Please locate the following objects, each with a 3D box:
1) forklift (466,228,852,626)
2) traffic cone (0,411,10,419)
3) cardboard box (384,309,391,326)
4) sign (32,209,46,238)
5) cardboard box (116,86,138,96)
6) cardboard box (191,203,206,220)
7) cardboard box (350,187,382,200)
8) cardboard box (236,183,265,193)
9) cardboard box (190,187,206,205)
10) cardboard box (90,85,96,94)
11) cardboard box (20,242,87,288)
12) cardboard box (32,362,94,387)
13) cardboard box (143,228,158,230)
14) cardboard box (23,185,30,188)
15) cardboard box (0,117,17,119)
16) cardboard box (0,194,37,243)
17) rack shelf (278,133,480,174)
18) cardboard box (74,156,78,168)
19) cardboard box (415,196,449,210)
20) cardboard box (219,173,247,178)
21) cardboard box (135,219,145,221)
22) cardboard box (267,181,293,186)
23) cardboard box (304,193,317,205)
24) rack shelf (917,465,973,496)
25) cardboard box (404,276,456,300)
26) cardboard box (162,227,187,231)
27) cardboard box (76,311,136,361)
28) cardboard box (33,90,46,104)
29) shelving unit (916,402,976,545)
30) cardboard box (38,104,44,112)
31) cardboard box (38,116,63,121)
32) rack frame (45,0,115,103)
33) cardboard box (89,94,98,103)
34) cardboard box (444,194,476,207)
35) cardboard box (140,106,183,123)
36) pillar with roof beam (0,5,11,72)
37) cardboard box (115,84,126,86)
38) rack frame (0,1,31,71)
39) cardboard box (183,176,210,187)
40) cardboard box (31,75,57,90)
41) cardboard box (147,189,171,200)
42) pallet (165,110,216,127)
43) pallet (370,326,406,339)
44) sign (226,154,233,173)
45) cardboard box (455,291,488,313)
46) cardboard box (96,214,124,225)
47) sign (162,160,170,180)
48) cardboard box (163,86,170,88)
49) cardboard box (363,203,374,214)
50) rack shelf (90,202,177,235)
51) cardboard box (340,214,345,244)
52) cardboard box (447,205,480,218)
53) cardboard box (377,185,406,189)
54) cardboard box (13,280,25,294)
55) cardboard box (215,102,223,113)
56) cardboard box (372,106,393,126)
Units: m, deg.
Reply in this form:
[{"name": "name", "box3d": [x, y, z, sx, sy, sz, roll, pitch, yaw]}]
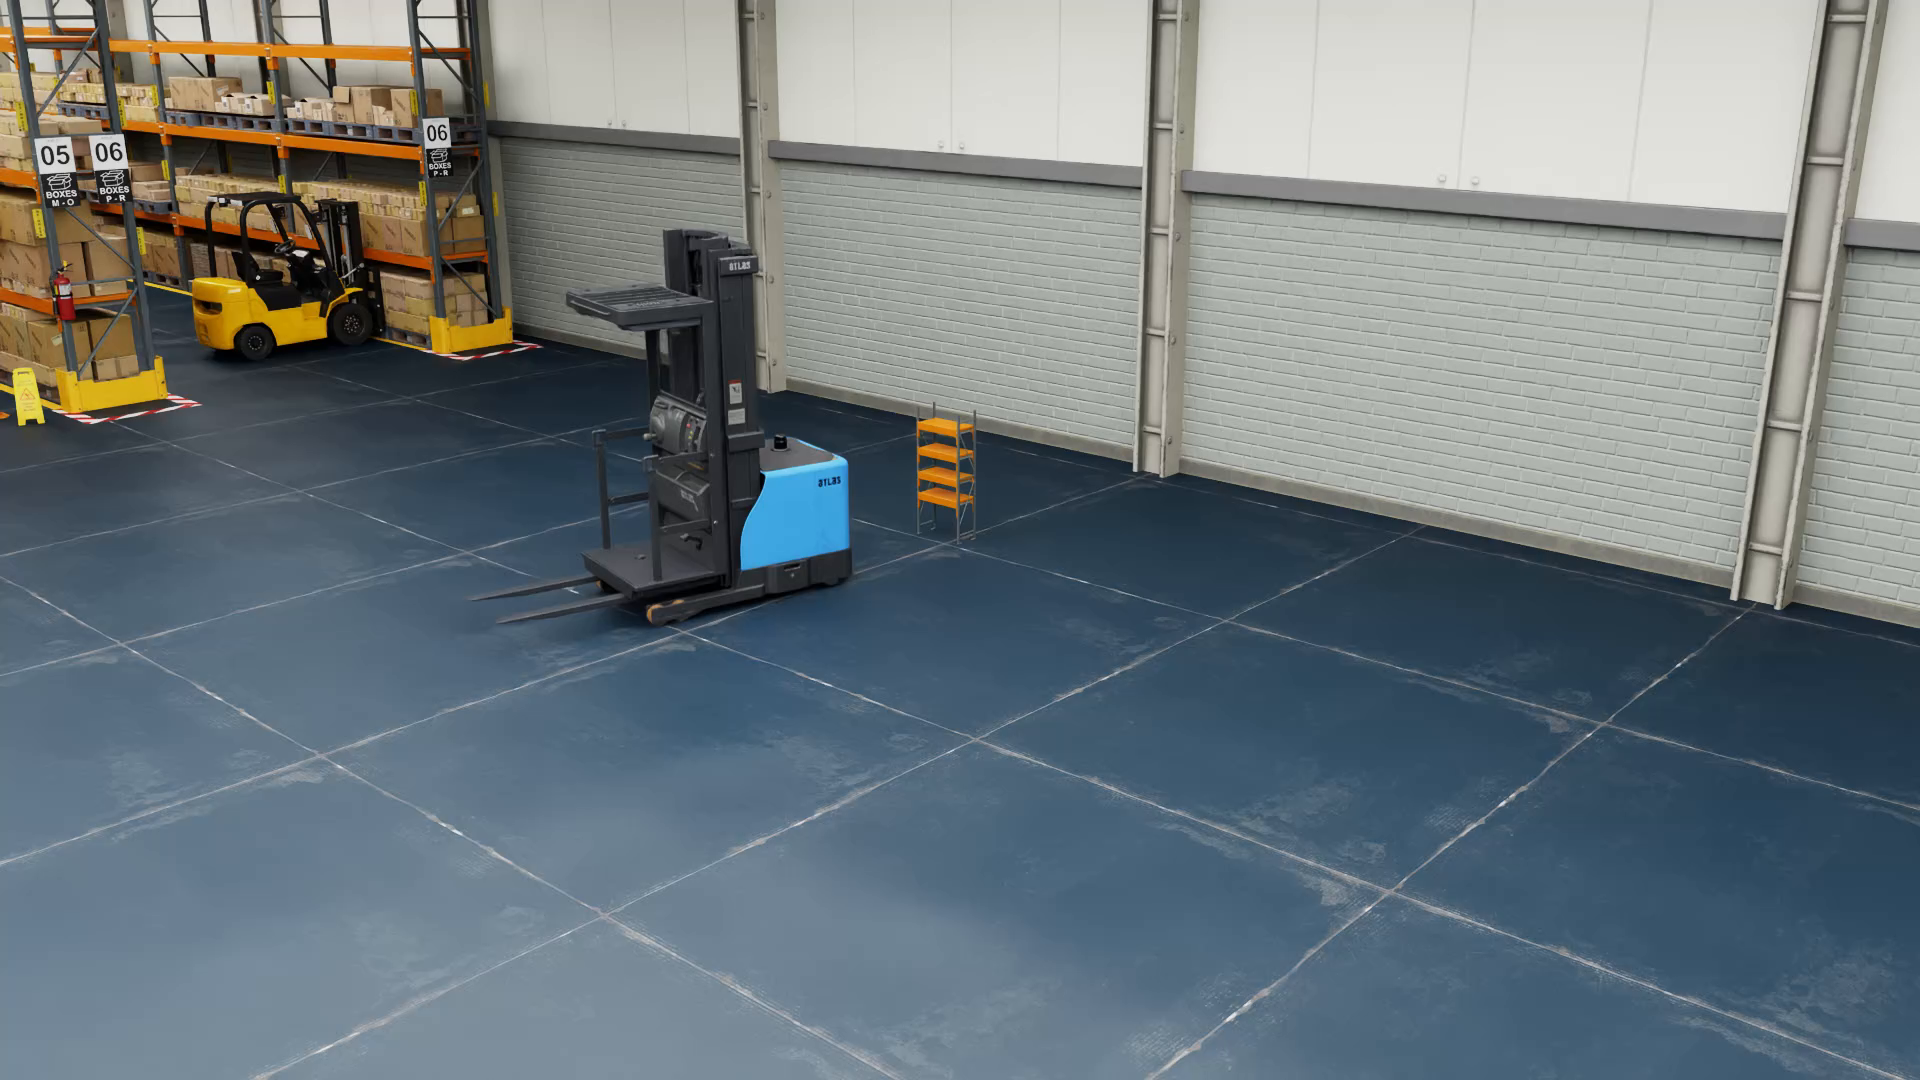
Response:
[{"name": "forklift", "box3d": [-2.412, -0.907, 13.124, 3.031, 2.935, 1.130, -12, 21, -33]}, {"name": "traffic cone", "box3d": [-11.470, -1.673, 19.620, 0.334, 0.463, 0.336, 15, 23, 39]}, {"name": "cardboard box", "box3d": [-8.295, -3.329, 24.493, 0.500, 0.250, 0.500, 15, 23, 40]}, {"name": "sign", "box3d": [-10.676, -3.669, 19.278, 0.005, 0.325, 0.100, 15, 23, 39]}, {"name": "cardboard box", "box3d": [-14.408, -7.771, 28.777, 0.250, 0.149, 0.380, 15, 23, 39]}, {"name": "cardboard box", "box3d": [-12.441, -5.500, 27.732, 0.500, 0.250, 0.500, 14, 23, 38]}, {"name": "cardboard box", "box3d": [-8.736, -5.096, 24.480, 0.250, 0.149, 0.380, 15, 23, 39]}, {"name": "cardboard box", "box3d": [-11.370, -5.640, 26.687, 0.250, 0.149, 0.380, 15, 23, 40]}, {"name": "cardboard box", "box3d": [-12.440, -5.740, 27.660, 0.500, 0.250, 0.500, 16, 24, 41]}, {"name": "cardboard box", "box3d": [-15.034, -7.919, 29.209, 0.250, 0.149, 0.380, 15, 23, 40]}, {"name": "cardboard box", "box3d": [-10.881, -3.324, 19.970, 0.500, 0.500, 0.500, 15, 23, 38]}, {"name": "cardboard box", "box3d": [-11.093, -2.084, 20.571, 0.500, 0.250, 0.500, 15, 23, 39]}, {"name": "cardboard box", "box3d": [-14.645, -5.511, 29.885, 0.250, 0.149, 0.380, 15, 23, 39]}, {"name": "cardboard box", "box3d": [-17.973, -6.907, 32.331, 0.250, 0.149, 0.380, 14, 22, 38]}, {"name": "cardboard box", "box3d": [-11.624, -5.059, 20.231, 0.250, 0.149, 0.380, 14, 22, 38]}, {"name": "cardboard box", "box3d": [-11.193, -3.911, 20.165, 0.500, 0.500, 0.700, 15, 23, 40]}, {"name": "rack shelf", "box3d": [-8.496, -5.700, 24.345, 4.000, 0.370, 1.077, 15, 23, 39]}, {"name": "cardboard box", "box3d": [-10.581, -4.571, 20.012, 0.250, 0.149, 0.380, 14, 22, 38]}, {"name": "cardboard box", "box3d": [-7.408, -4.735, 23.343, 0.250, 0.149, 0.380, 15, 23, 39]}, {"name": "cardboard box", "box3d": [-12.336, -6.128, 28.225, 0.250, 0.149, 0.380, 16, 23, 41]}, {"name": "cardboard box", "box3d": [-15.509, -5.931, 31.206, 0.250, 0.149, 0.380, 14, 22, 37]}, {"name": "cardboard box", "box3d": [-11.031, -5.759, 27.062, 0.250, 0.149, 0.380, 15, 23, 39]}, {"name": "cardboard box", "box3d": [-9.734, -5.197, 25.290, 0.250, 0.149, 0.380, 16, 23, 41]}, {"name": "rack shelf", "box3d": [-0.124, -0.541, 15.055, 0.480, 0.148, 0.258, 15, 23, 39]}, {"name": "cardboard box", "box3d": [-7.552, -3.600, 23.695, 0.500, 0.250, 0.500, 16, 24, 41]}, {"name": "cardboard box", "box3d": [-14.170, -5.559, 30.035, 0.250, 0.149, 0.380, 15, 23, 40]}, {"name": "cardboard box", "box3d": [-10.730, -2.564, 20.845, 0.500, 0.500, 0.500, 14, 22, 37]}, {"name": "cardboard box", "box3d": [-16.898, -8.264, 30.989, 0.500, 0.250, 0.500, 14, 22, 37]}, {"name": "shelving unit", "box3d": [-0.124, -0.605, 15.035, 0.503, 1.200, 0.258, 15, 23, 39]}, {"name": "cardboard box", "box3d": [-16.998, -8.093, 31.110, 0.250, 0.149, 0.380, 15, 23, 39]}, {"name": "cardboard box", "box3d": [-11.155, -5.102, 20.368, 0.250, 0.149, 0.380, 15, 23, 39]}, {"name": "rack frame", "box3d": [-15.976, -9.481, 30.109, 0.127, 3.000, 1.000, 15, 23, 39]}, {"name": "cardboard box", "box3d": [-15.067, -7.772, 29.238, 0.250, 0.149, 0.380, 16, 23, 41]}, {"name": "cardboard box", "box3d": [-7.110, -4.826, 23.631, 0.250, 0.149, 0.380, 14, 23, 38]}, {"name": "cardboard box", "box3d": [-13.529, -7.225, 28.207, 0.500, 0.250, 0.500, 14, 22, 37]}, {"name": "pillar with roof beam", "box3d": [-23.243, -10.055, 31.919, 0.400, 9.000, 9.100, 15, 23, 39]}, {"name": "cardboard box", "box3d": [-14.741, -8.016, 29.516, 0.250, 0.149, 0.380, 15, 23, 40]}, {"name": "rack frame", "box3d": [-18.967, -10.284, 32.640, 0.127, 3.000, 1.000, 15, 23, 39]}, {"name": "cardboard box", "box3d": [-12.741, -5.991, 27.793, 0.250, 0.149, 0.380, 16, 23, 40]}, {"name": "cardboard box", "box3d": [-16.898, -8.506, 30.927, 0.500, 0.250, 0.500, 15, 23, 38]}, {"name": "cardboard box", "box3d": [-13.730, -5.944, 28.602, 0.250, 0.149, 0.380, 16, 23, 40]}, {"name": "pallet", "box3d": [-12.417, -7.042, 27.695, 1.003, 0.211, 1.213, 16, 24, 42]}, {"name": "pallet", "box3d": [-8.508, -3.272, 25.072, 1.213, 0.211, 1.003, 15, 23, 39]}, {"name": "sign", "box3d": [-12.618, -6.496, 28.709, 0.005, 0.325, 0.100, 15, 23, 39]}, {"name": "cardboard box", "box3d": [-7.214, -3.481, 24.147, 0.500, 0.250, 0.500, 16, 23, 40]}, {"name": "cardboard box", "box3d": [-15.658, -5.907, 30.641, 0.250, 0.149, 0.380, 14, 22, 37]}, {"name": "sign", "box3d": [-13.337, -6.208, 27.930, 0.005, 0.325, 0.100, 15, 23, 39]}, {"name": "cardboard box", "box3d": [-13.664, -7.794, 28.851, 0.250, 0.149, 0.380, 16, 24, 41]}, {"name": "cardboard box", "box3d": [-8.421, -4.827, 24.125, 0.250, 0.149, 0.380, 15, 23, 40]}, {"name": "rack shelf", "box3d": [-14.480, -5.877, 29.860, 4.000, 0.370, 1.077, 15, 23, 39]}, {"name": "cardboard box", "box3d": [-9.054, -4.712, 24.836, 0.500, 0.500, 0.500, 15, 23, 39]}, {"name": "cardboard box", "box3d": [-7.082, -4.696, 23.711, 0.250, 0.149, 0.380, 14, 23, 38]}, {"name": "cardboard box", "box3d": [-8.448, -5.196, 24.795, 0.250, 0.149, 0.380, 16, 24, 41]}, {"name": "cardboard box", "box3d": [-11.367, -3.122, 20.406, 0.250, 0.149, 0.380, 16, 23, 40]}, {"name": "cardboard box", "box3d": [-11.593, -6.880, 26.428, 0.250, 0.149, 0.380, 15, 23, 39]}, {"name": "cardboard box", "box3d": [-8.011, -5.974, 23.381, 0.258, 0.266, 0.396, 15, 23, 39]}]
